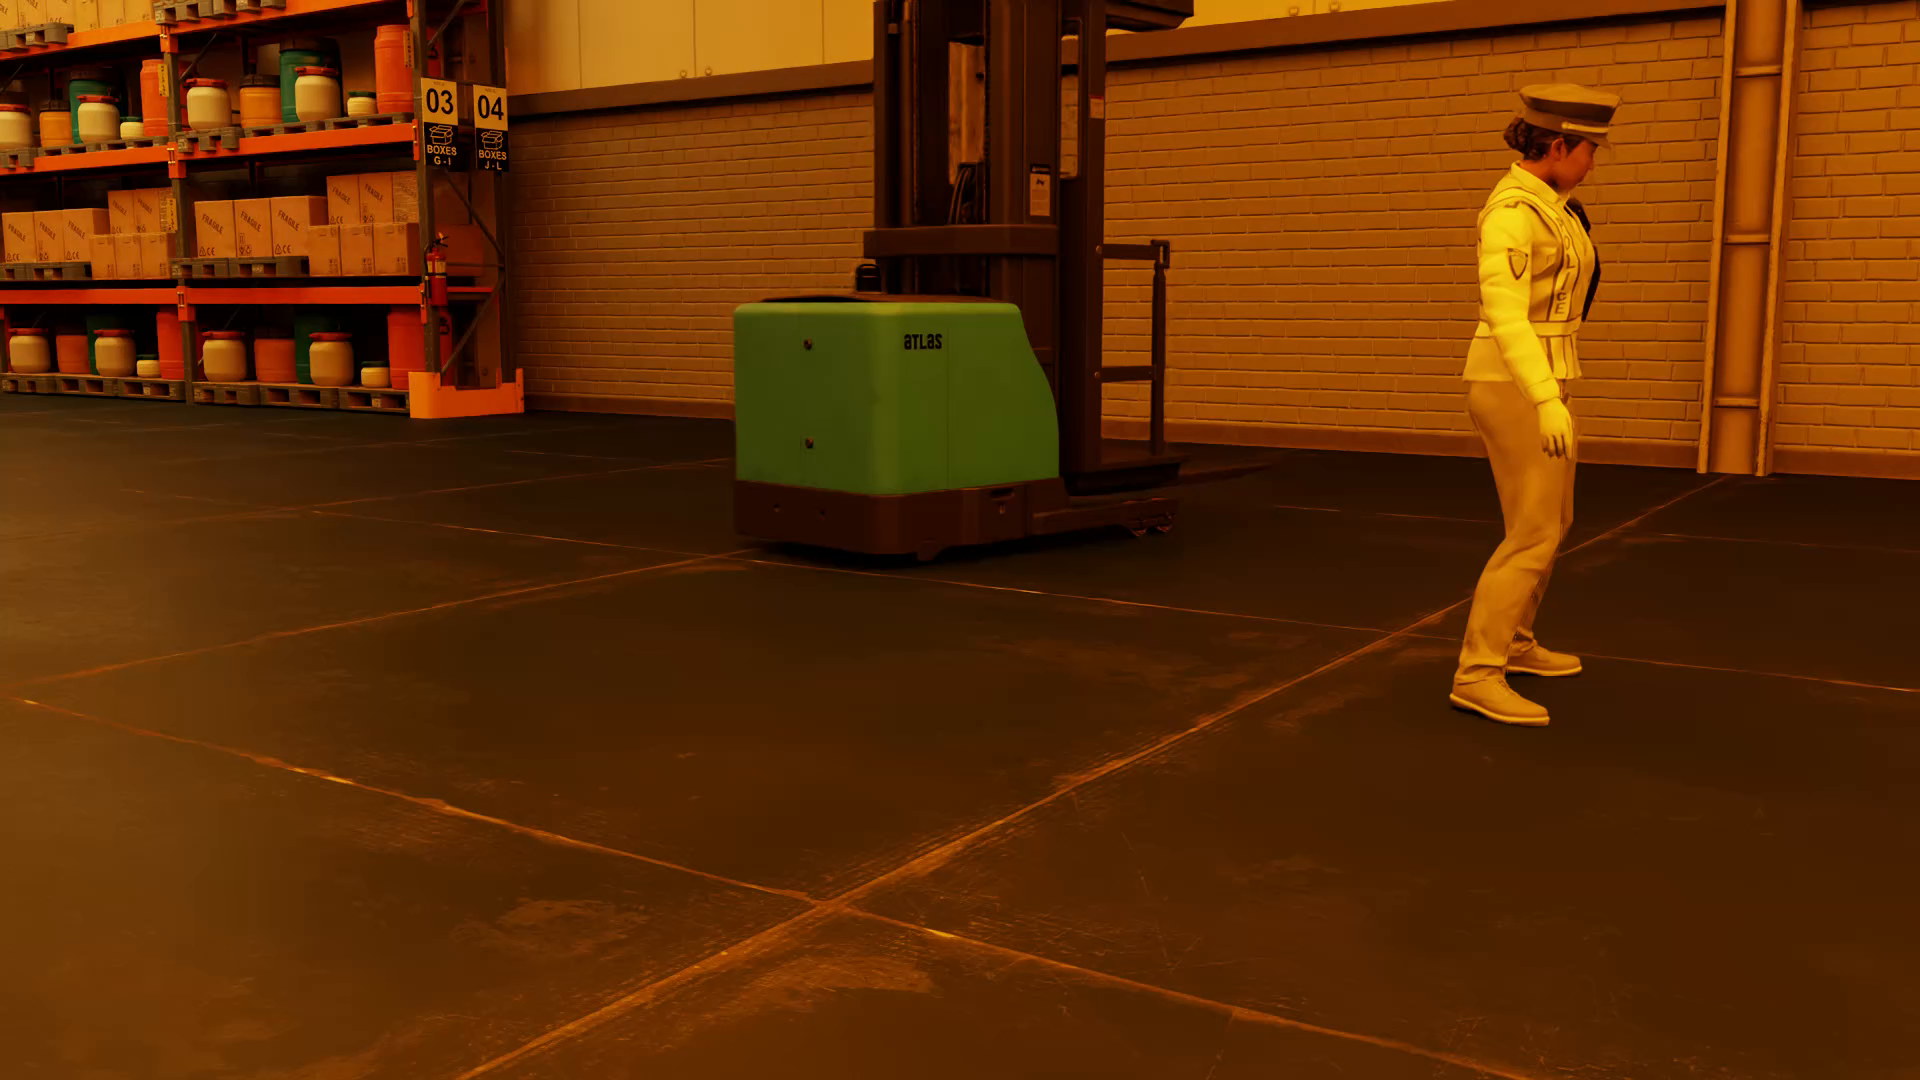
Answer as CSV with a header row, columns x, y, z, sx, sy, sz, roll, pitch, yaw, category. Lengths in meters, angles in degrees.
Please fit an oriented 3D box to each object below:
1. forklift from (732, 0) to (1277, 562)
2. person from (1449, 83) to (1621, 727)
x,y,z,sx,sy,sz,roll,pitch,yaw,category
0.391,-1.516,7.852,1.130,2.935,3.031,8,11,44,forklift
1.540,-0.373,4.459,0.371,1.637,0.814,4,9,26,person
